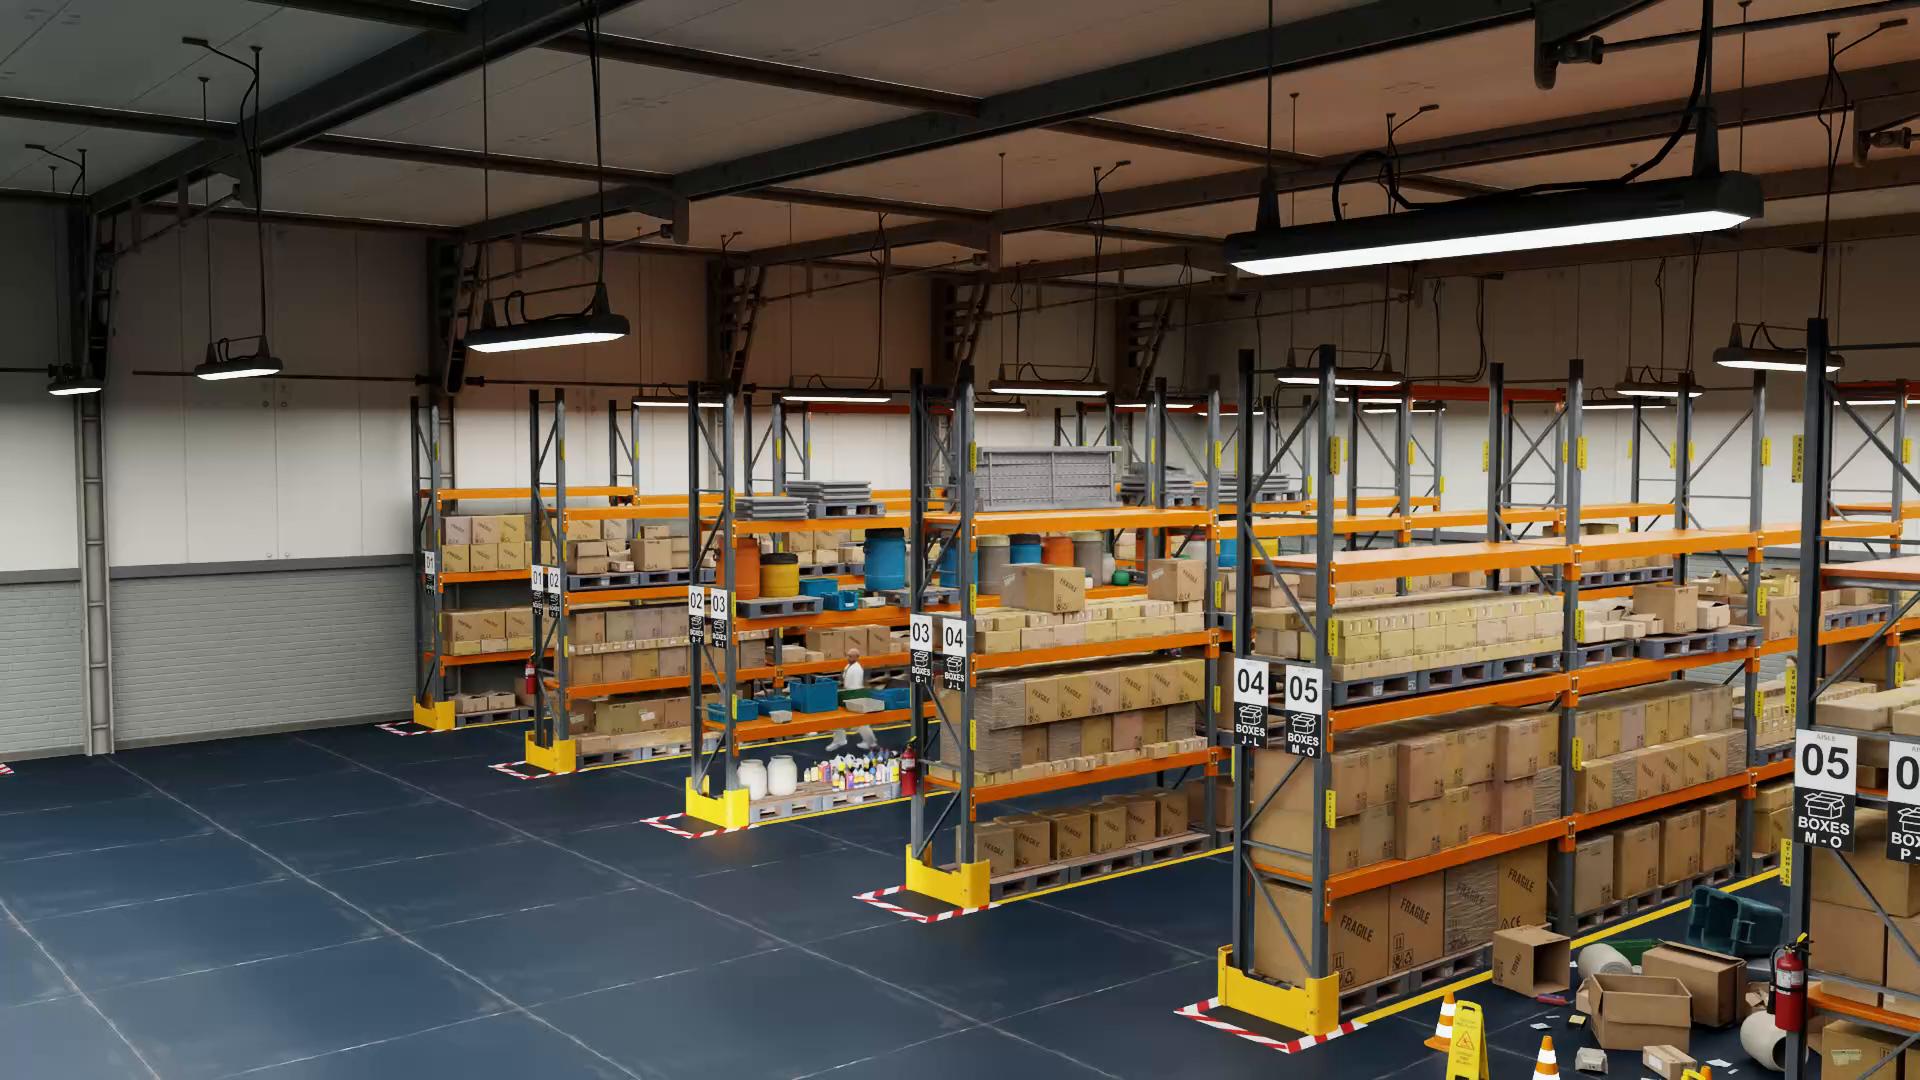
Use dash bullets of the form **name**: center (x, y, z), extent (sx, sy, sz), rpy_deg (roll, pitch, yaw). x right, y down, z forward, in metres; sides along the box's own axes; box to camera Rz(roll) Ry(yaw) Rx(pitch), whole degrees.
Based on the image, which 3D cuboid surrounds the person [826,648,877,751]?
- **person**: center (-1.752, 2.650, 27.503), extent (0.896, 1.747, 0.755), rpy_deg (-2, 4, -29)

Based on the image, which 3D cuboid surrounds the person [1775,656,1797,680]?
- **person**: center (13.536, 2.736, 27.048), extent (0.817, 1.713, 0.543), rpy_deg (-3, 4, -39)
